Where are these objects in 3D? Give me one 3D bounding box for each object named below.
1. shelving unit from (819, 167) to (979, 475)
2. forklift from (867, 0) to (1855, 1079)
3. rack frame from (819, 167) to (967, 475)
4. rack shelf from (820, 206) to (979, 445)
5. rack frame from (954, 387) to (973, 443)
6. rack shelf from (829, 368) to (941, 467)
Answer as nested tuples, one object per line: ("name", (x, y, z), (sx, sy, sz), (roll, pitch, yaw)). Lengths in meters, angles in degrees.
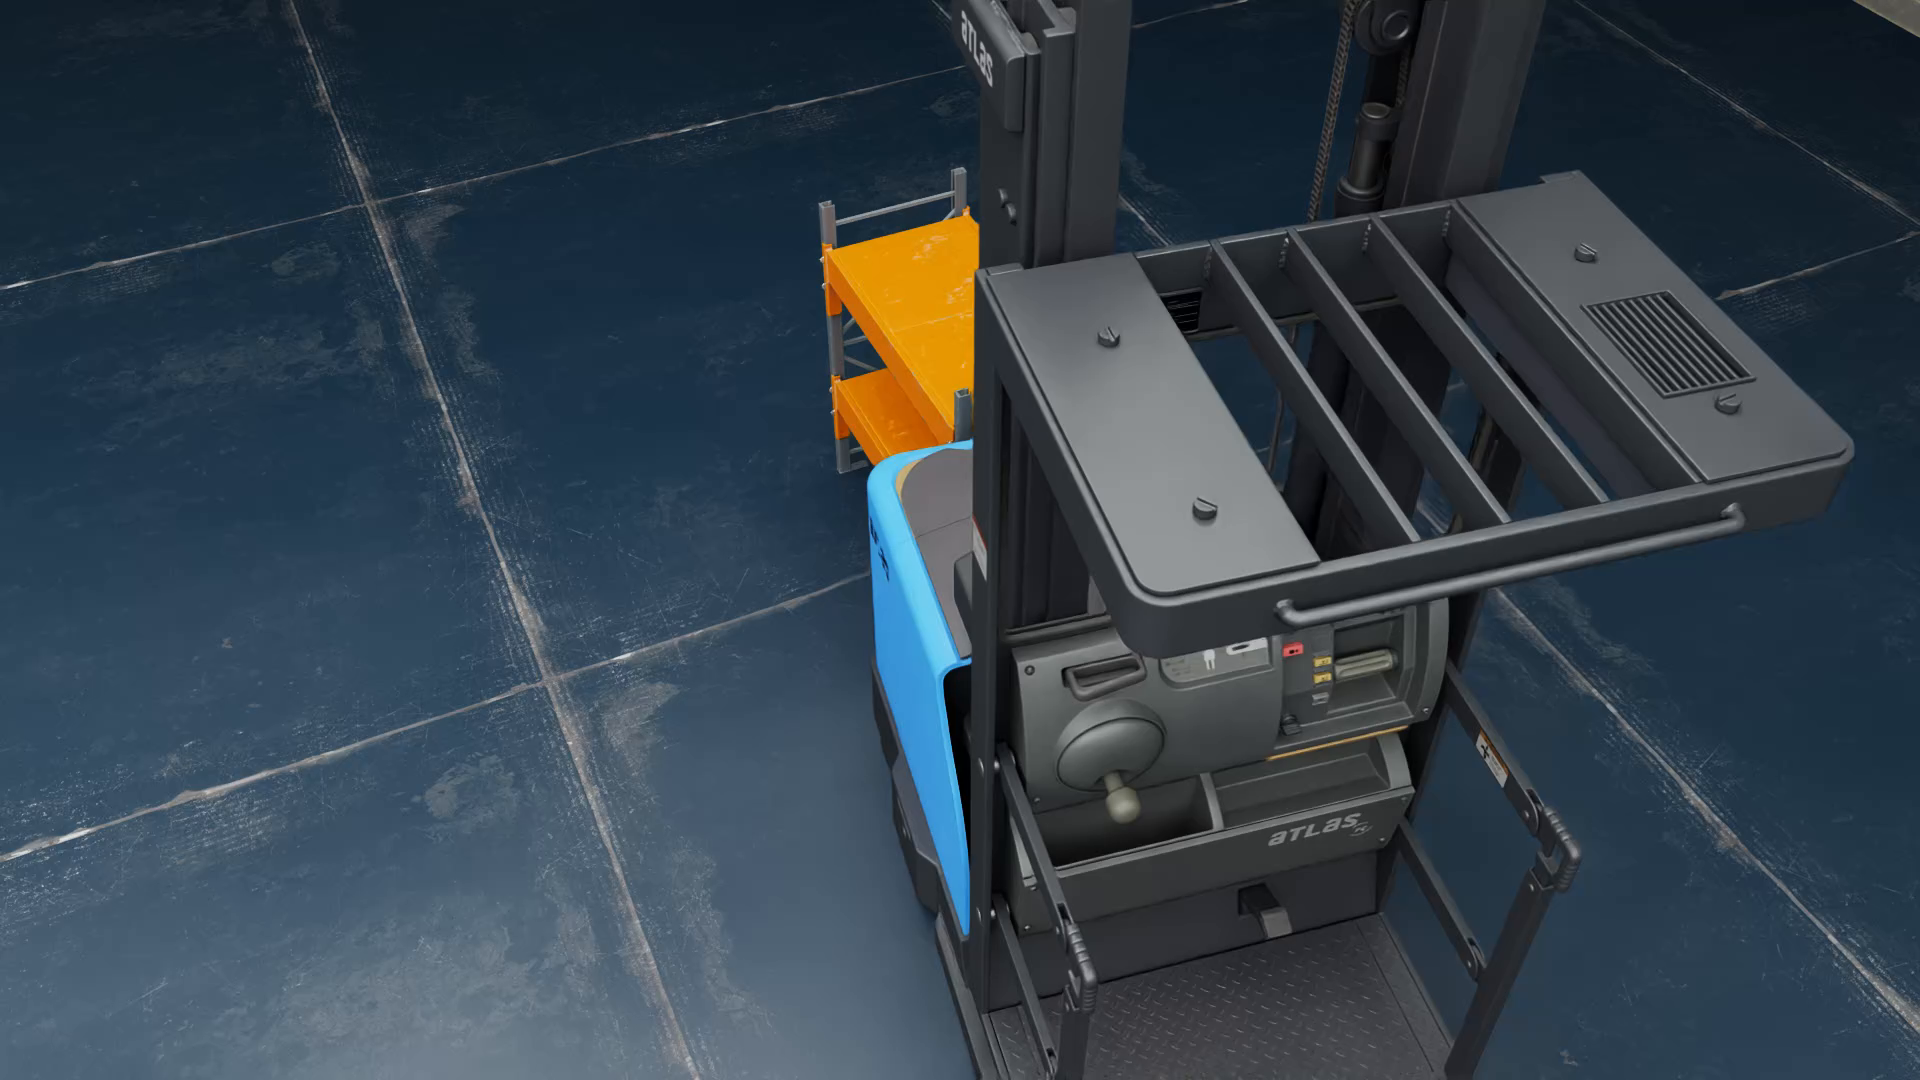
("shelving unit", (0.003, -0.396, 5.351), (0.538, 1.125, 1.048), (-18, 47, -17))
("forklift", (0.627, 0.405, 3.252), (1.130, 2.935, 3.031), (-11, 46, -11))
("rack frame", (-0.211, -0.720, 5.679), (0.500, 1.125, 0.032), (-18, 47, -17))
("rack shelf", (0.003, -0.604, 5.145), (0.538, 0.278, 1.000), (-18, 47, -17))
("rack frame", (0.217, -0.072, 5.022), (0.500, 1.125, 0.032), (-18, 47, -17))
("rack shelf", (0.003, -0.222, 5.522), (0.538, 0.278, 1.000), (-18, 47, -17))
